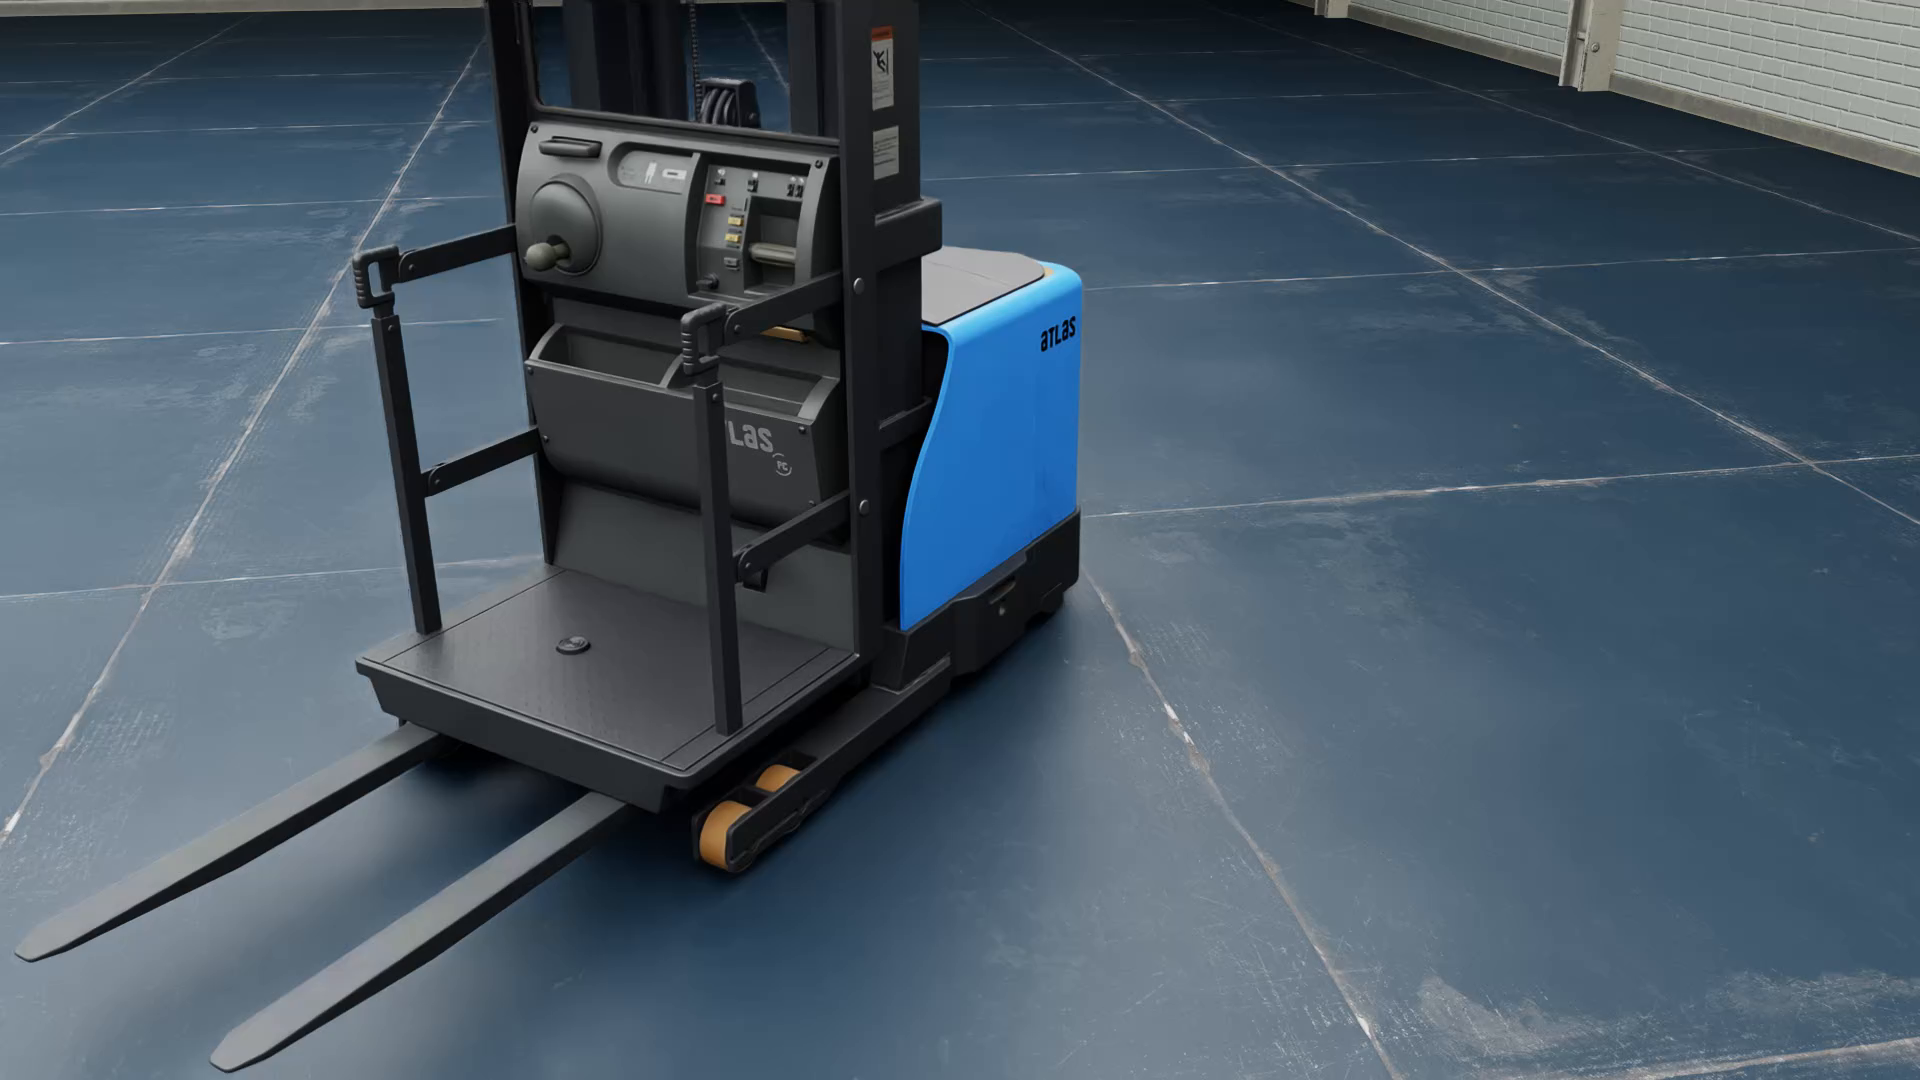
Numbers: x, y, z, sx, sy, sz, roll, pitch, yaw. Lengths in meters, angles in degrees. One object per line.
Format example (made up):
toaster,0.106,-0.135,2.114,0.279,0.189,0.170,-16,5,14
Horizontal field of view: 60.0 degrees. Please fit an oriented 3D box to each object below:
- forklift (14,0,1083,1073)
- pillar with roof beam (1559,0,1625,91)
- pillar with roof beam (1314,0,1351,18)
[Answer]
forklift,-0.818,-0.767,3.844,1.130,2.935,3.031,14,27,28
pillar with roof beam,1.496,-7.952,12.714,9.100,9.000,0.400,-4,24,-10
pillar with roof beam,0.387,-10.312,18.118,9.100,9.000,0.400,-4,24,-10
